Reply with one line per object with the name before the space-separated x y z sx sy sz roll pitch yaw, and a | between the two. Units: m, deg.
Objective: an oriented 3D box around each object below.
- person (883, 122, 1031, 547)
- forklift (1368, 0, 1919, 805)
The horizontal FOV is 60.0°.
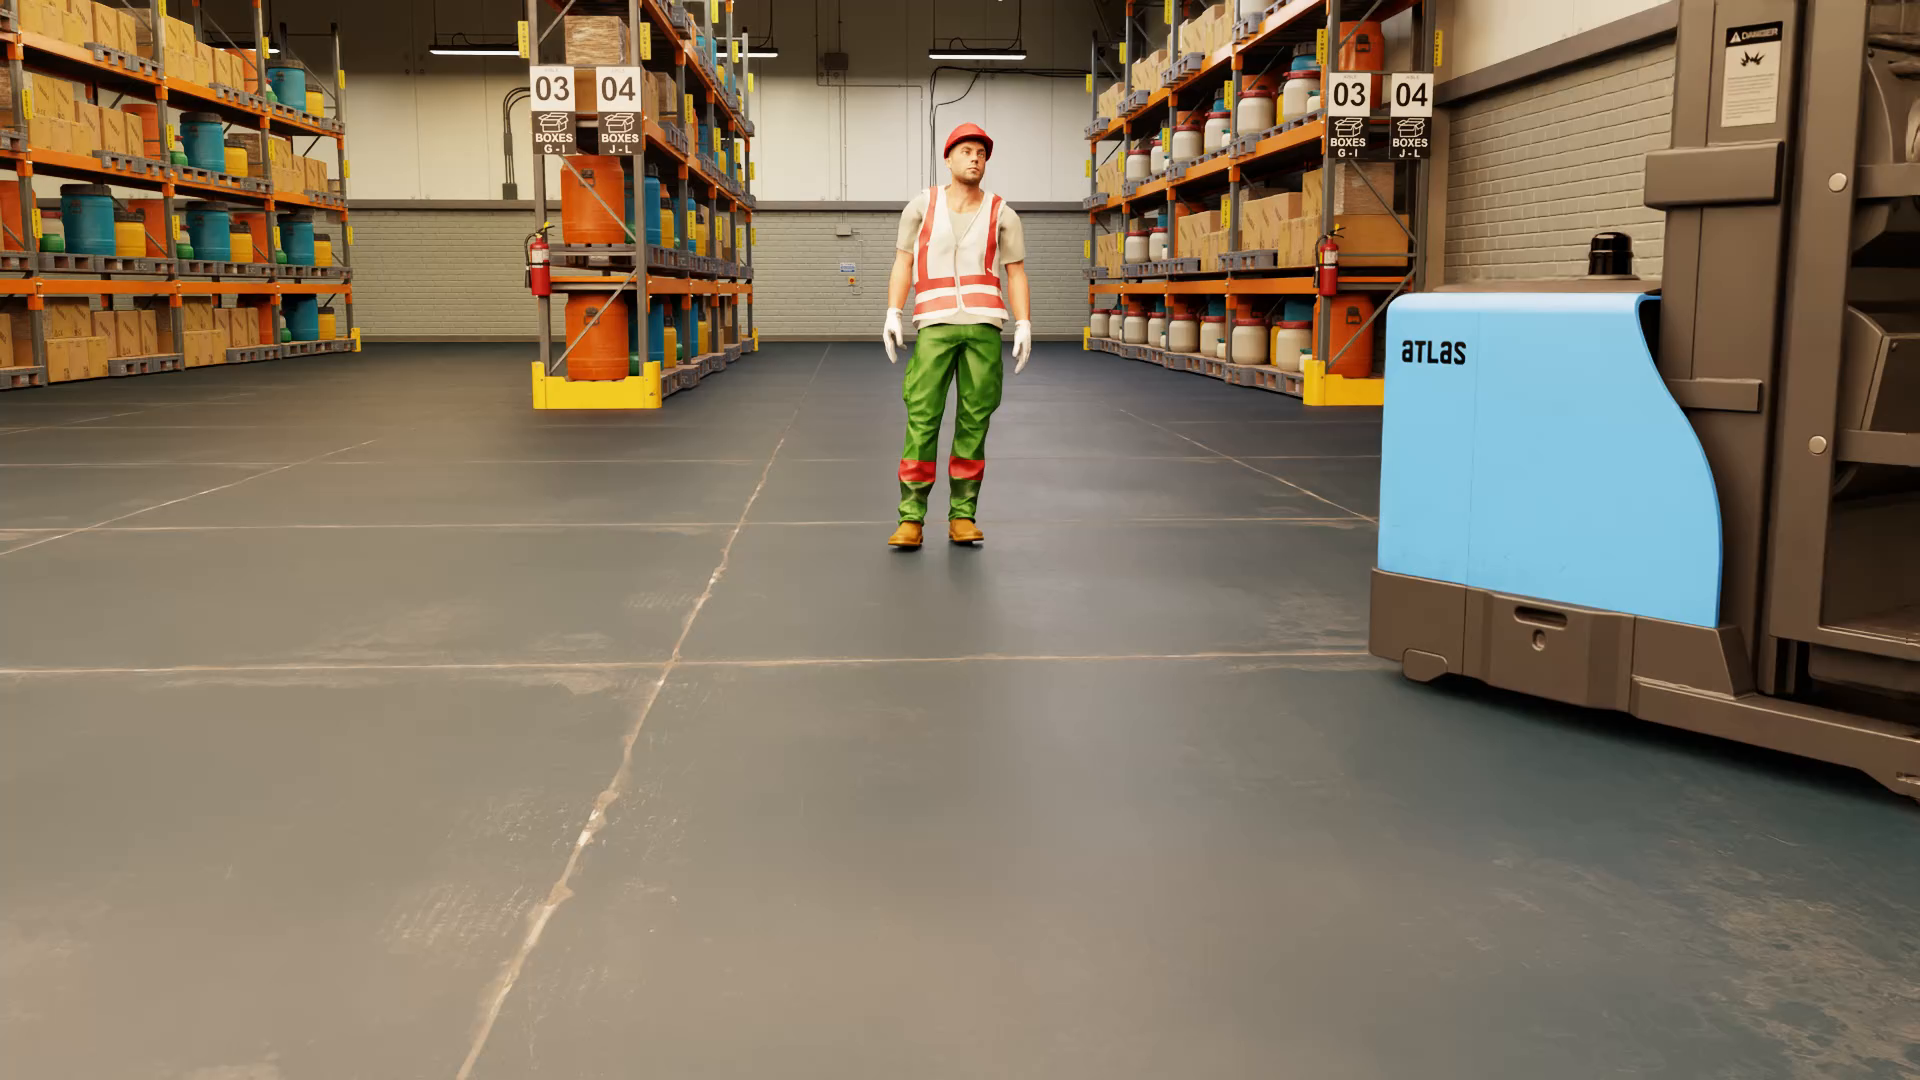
person | -0.008 -0.881 7.098 0.637 1.787 0.564 -1 8 -4
forklift | 2.411 -0.927 3.574 1.130 2.935 3.031 -6 10 -35
